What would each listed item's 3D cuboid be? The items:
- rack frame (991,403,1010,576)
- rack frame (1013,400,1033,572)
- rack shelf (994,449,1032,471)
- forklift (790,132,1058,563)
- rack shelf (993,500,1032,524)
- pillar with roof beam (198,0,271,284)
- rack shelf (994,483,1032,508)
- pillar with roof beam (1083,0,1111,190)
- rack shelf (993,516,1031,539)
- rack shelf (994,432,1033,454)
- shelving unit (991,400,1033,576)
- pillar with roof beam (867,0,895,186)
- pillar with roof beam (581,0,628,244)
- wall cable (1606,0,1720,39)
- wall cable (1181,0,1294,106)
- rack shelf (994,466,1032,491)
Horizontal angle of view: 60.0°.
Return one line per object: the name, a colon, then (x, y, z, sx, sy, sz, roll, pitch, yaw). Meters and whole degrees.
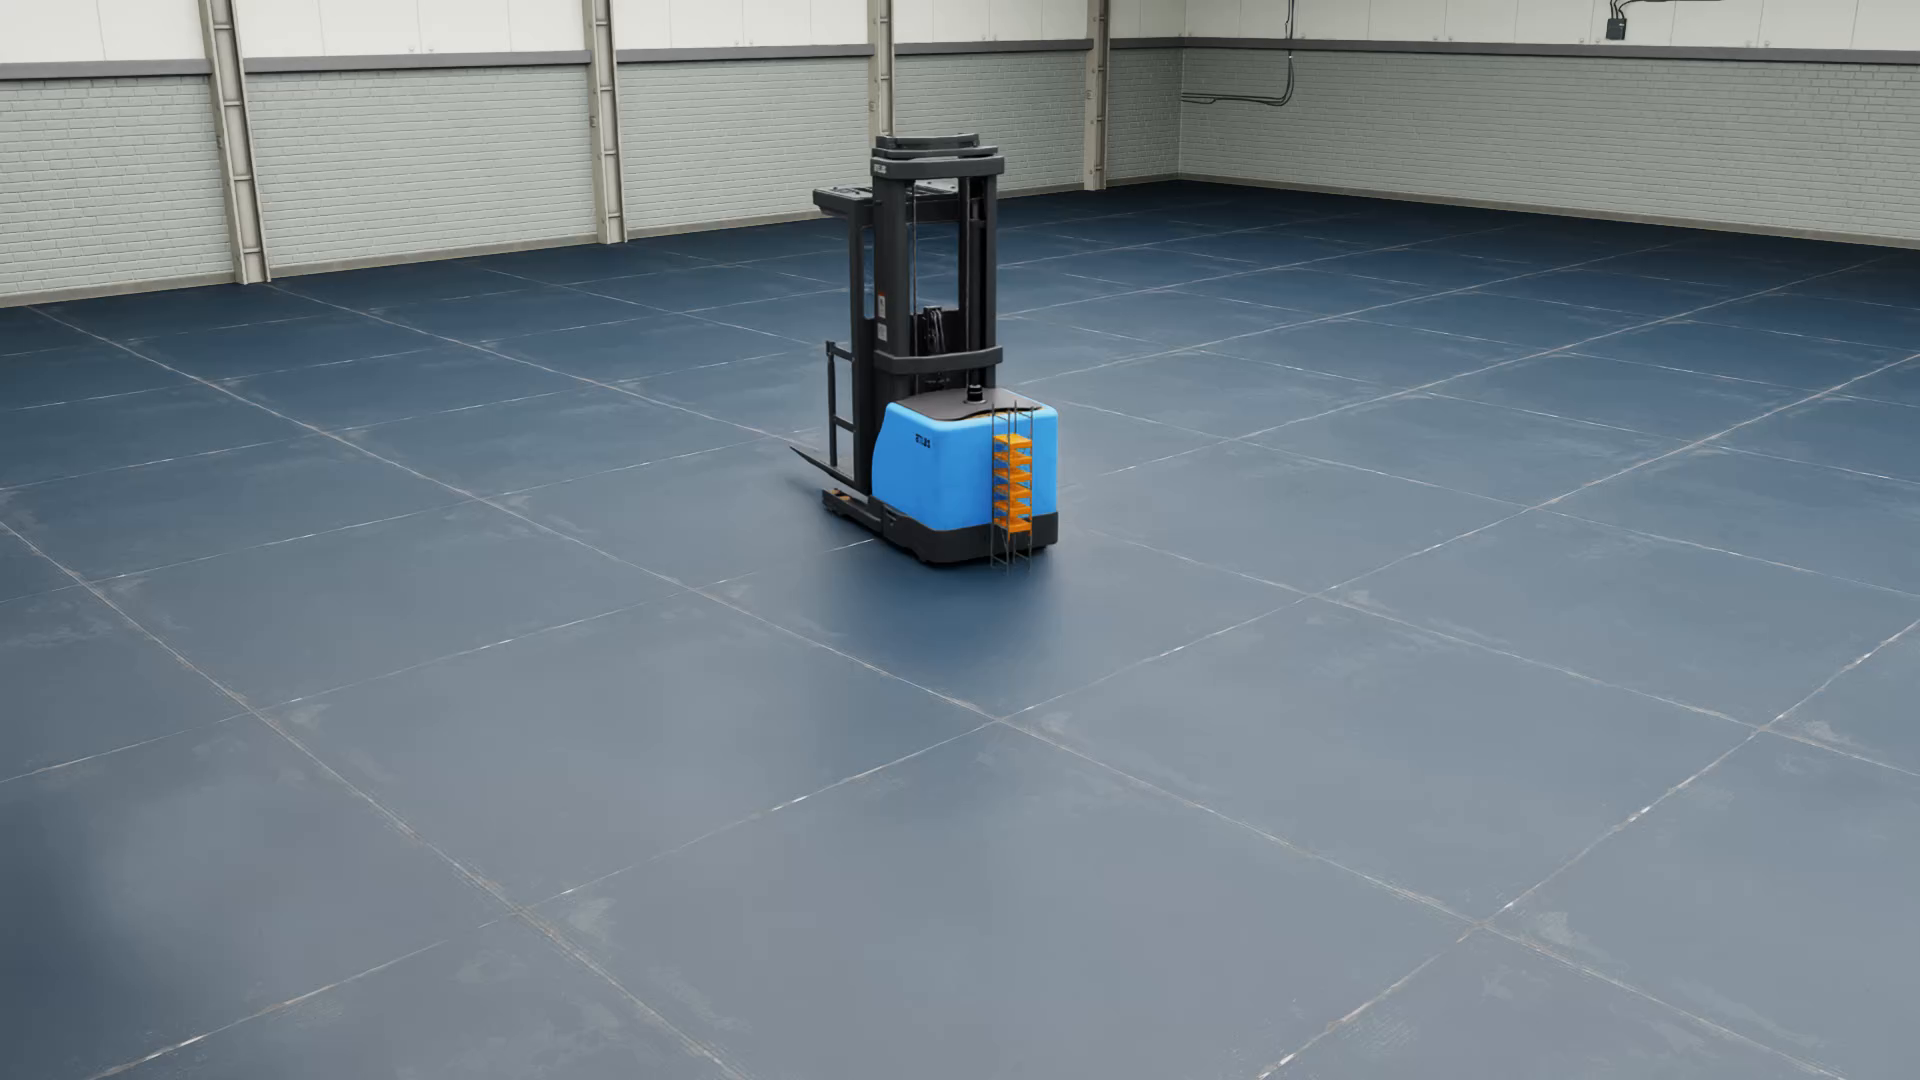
rack frame: (0.282, -0.349, 11.615, 0.006, 1.200, 0.240, -10, 20, -27)
rack frame: (0.442, -0.376, 11.700, 0.006, 1.200, 0.240, -10, 20, -27)
rack shelf: (0.362, -0.549, 11.597, 0.180, 0.103, 0.258, -10, 20, -27)
forklift: (-0.435, -1.636, 12.779, 1.130, 2.935, 3.031, -10, 20, -27)
rack shelf: (0.362, -0.206, 11.708, 0.180, 0.103, 0.258, -10, 20, -27)
pillar with roof beam: (-7.230, -7.041, 19.610, 0.400, 9.000, 9.100, -16, 24, -41)
rack shelf: (0.362, -0.320, 11.671, 0.180, 0.103, 0.258, -10, 20, -27)
pillar with roof beam: (5.849, -10.855, 31.374, 0.400, 9.000, 9.100, -16, 24, -41)
rack shelf: (0.362, -0.092, 11.745, 0.180, 0.103, 0.258, -10, 20, -27)
rack shelf: (0.362, -0.663, 11.560, 0.180, 0.103, 0.258, -10, 20, -27)
shelving unit: (0.362, -0.363, 11.657, 0.189, 1.200, 0.258, -10, 20, -27)
pillar with roof beam: (1.489, -9.584, 27.453, 0.400, 9.000, 9.100, -16, 24, -41)
pillar with roof beam: (-2.870, -8.312, 23.532, 0.400, 9.000, 9.100, -16, 24, -41)
wall cable: (12.451, -11.635, 28.265, 0.169, 6.003, 2.305, -16, 24, -41)
wall cable: (5.941, -10.671, 35.840, 0.112, 2.526, 3.097, -16, 24, -41)
rack shelf: (0.362, -0.435, 11.634, 0.180, 0.103, 0.258, -10, 20, -27)
